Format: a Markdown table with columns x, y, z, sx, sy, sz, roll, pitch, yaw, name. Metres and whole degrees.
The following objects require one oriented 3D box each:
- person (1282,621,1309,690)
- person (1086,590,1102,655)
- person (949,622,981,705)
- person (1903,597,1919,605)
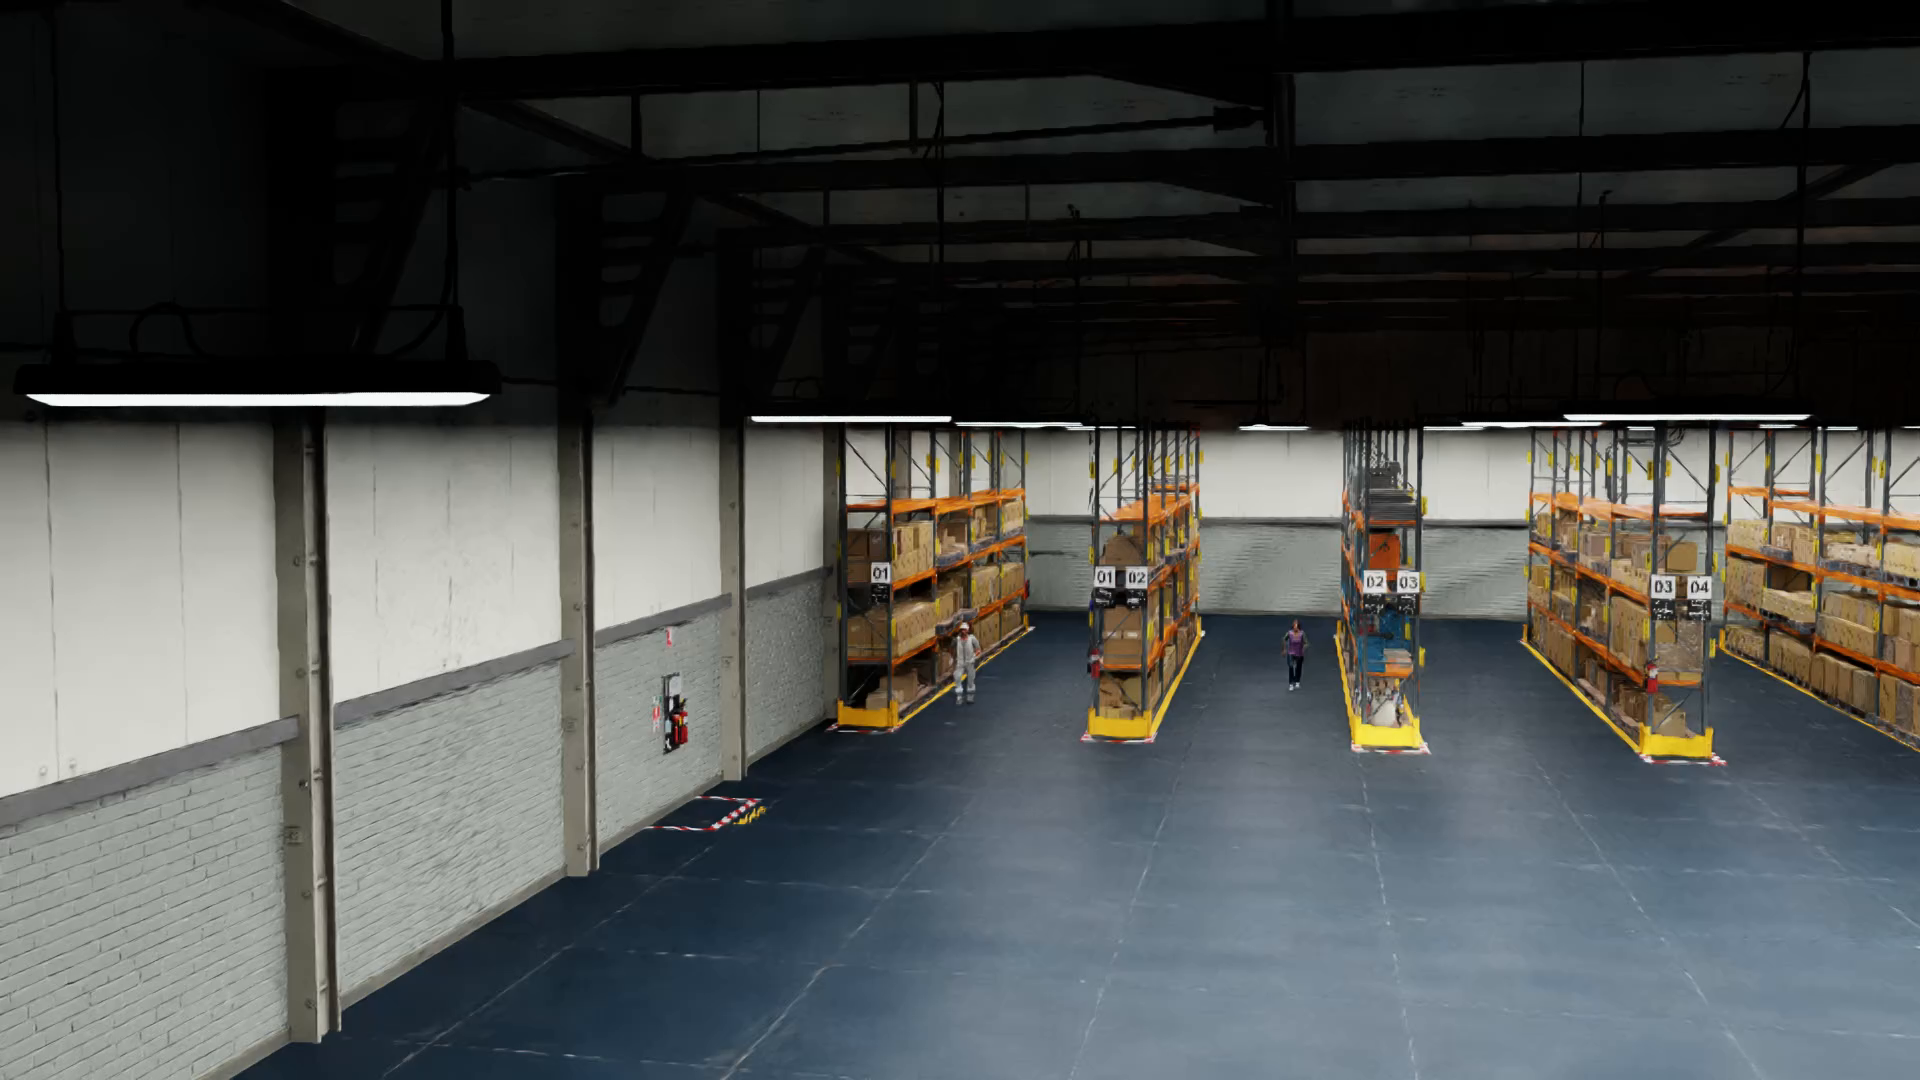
| x | y | z | sx | sy | sz | roll | pitch | yaw | name |
| --- | --- | --- | --- | --- | --- | --- | --- | --- | --- |
| 7.491 | 2.564 | 37.143 | 0.559 | 1.497 | 0.817 | 0 | 4 | 6 | person |
| 3.472 | 2.117 | 42.706 | 0.477 | 1.670 | 0.608 | -1 | 4 | -16 | person |
| 0.090 | 2.585 | 35.031 | 0.710 | 1.728 | 0.816 | 0 | 4 | 8 | person |
| 25.396 | 1.967 | 44.370 | 0.764 | 1.759 | 0.722 | -1 | 4 | -12 | person |
